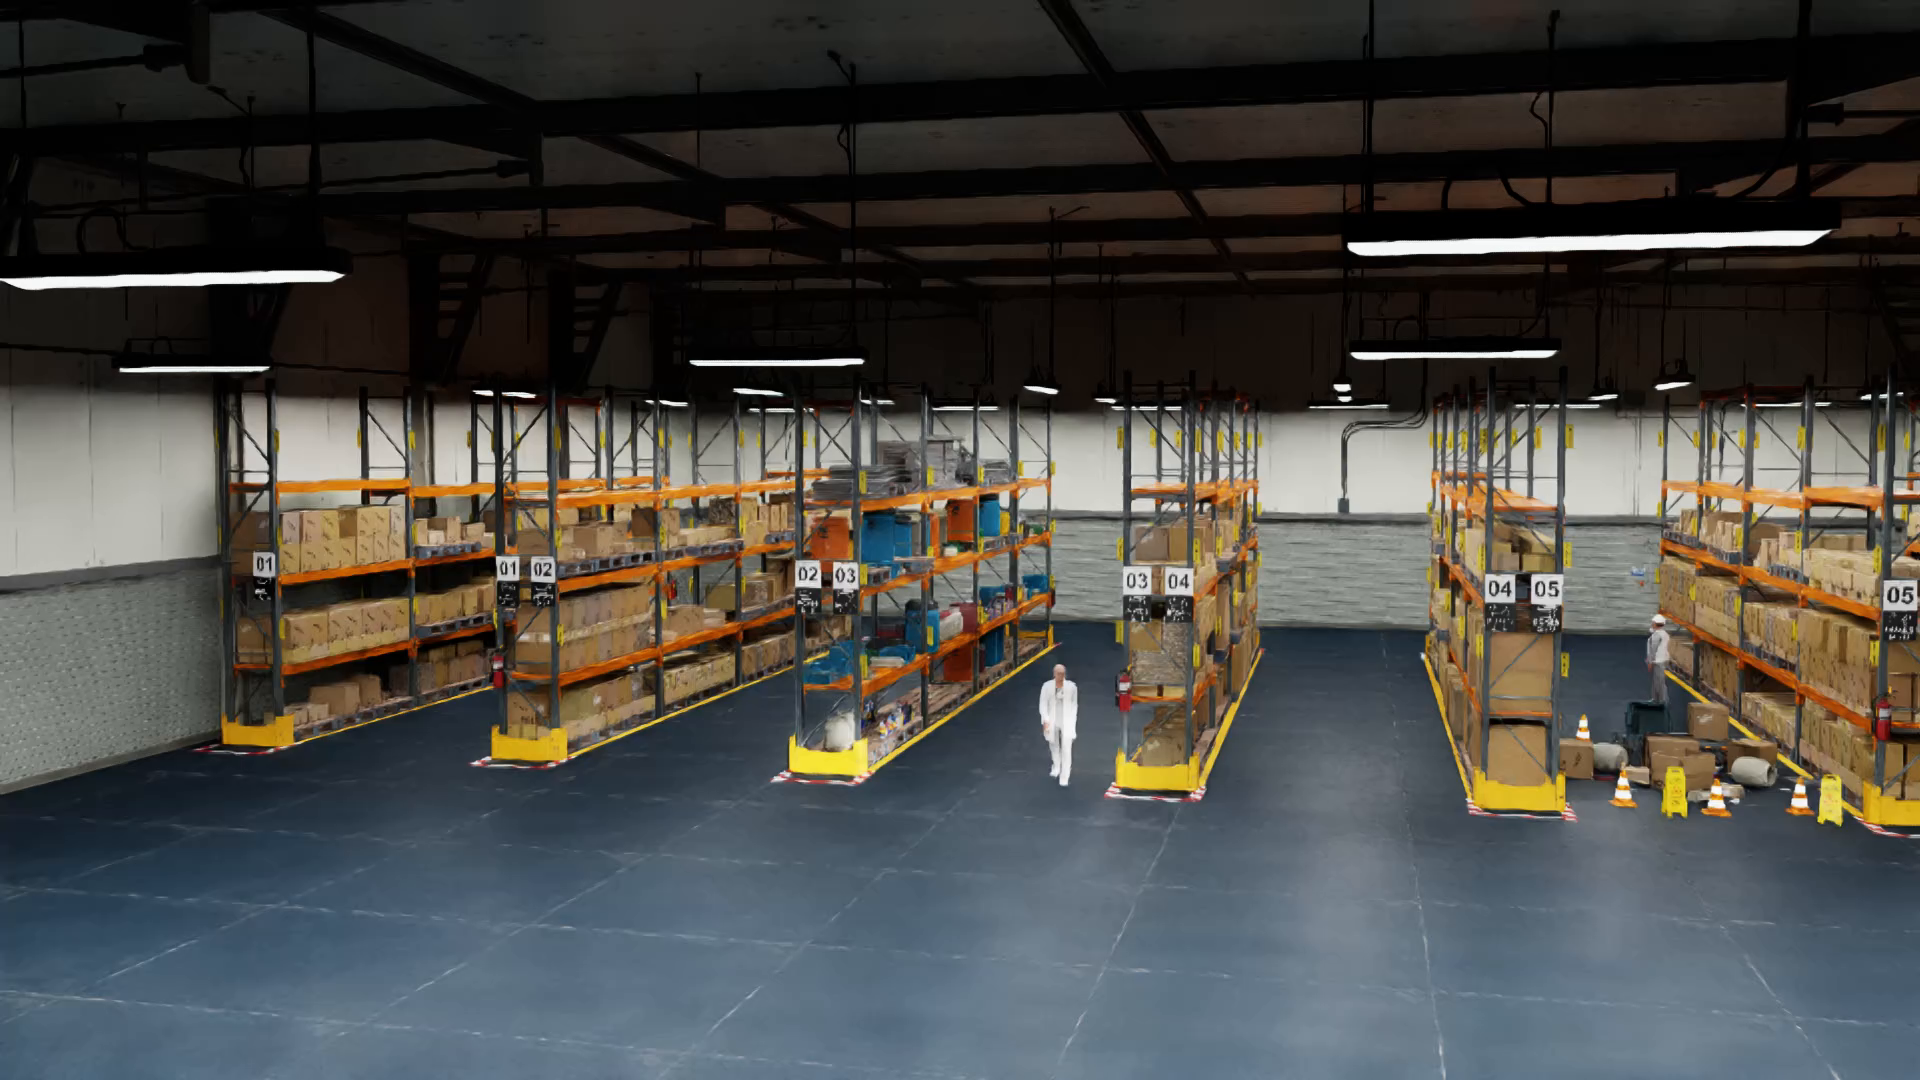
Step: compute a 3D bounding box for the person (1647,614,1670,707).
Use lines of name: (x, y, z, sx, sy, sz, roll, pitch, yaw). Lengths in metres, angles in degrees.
person: (12.895, 2.256, 30.808, 0.581, 1.768, 0.640, 3, 4, 36)

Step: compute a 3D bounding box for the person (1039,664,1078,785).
person: (1.433, 2.662, 24.279, 0.551, 1.724, 1.089, 1, 3, 9)
